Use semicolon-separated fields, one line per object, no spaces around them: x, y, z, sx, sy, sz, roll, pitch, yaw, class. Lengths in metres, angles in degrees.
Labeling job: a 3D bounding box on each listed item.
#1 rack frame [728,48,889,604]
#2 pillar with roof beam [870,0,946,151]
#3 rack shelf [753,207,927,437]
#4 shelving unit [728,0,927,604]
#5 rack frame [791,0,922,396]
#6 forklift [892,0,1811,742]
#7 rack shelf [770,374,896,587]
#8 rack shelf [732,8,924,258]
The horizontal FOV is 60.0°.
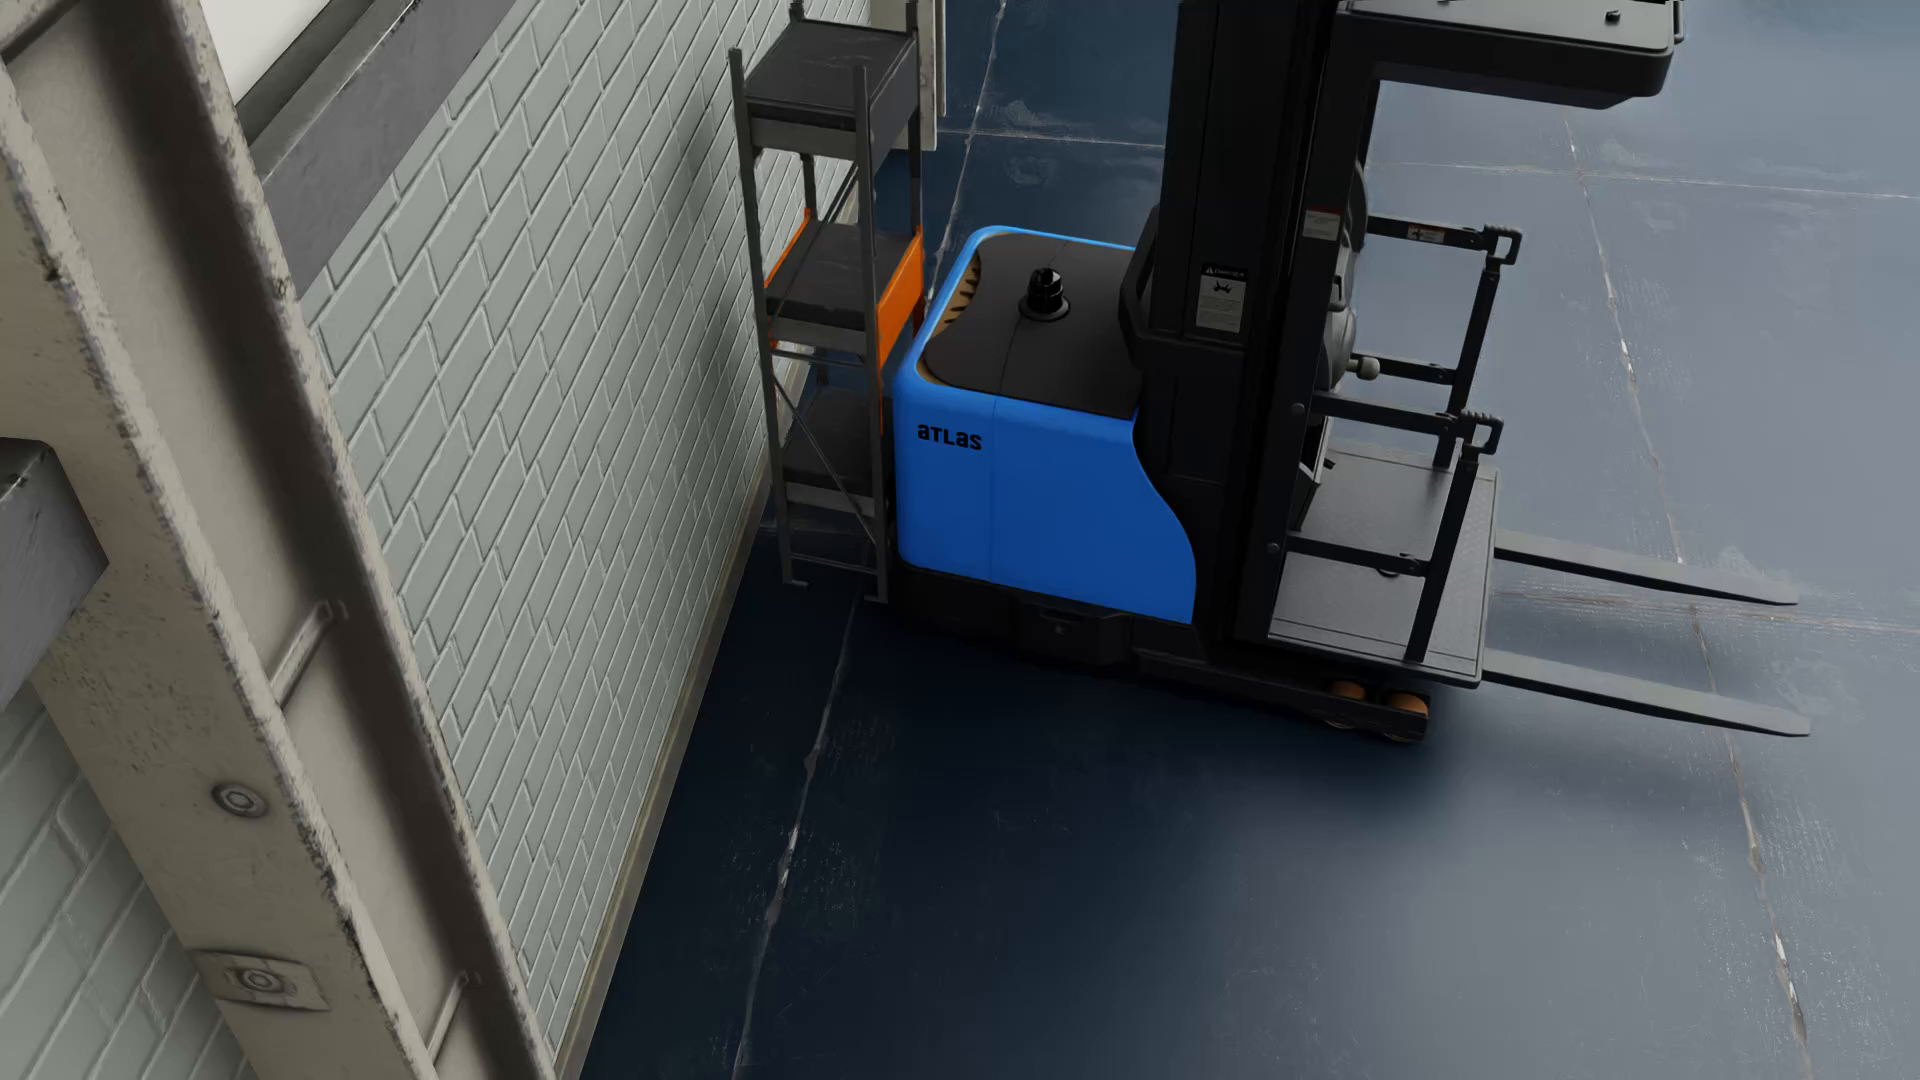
-0.453;-0.573;5.328;0.400;2.100;0.015;11;45;11;rack frame
4.016;-4.966;4.950;9.100;9.000;0.400;5;44;6;pillar with roof beam
-0.386;-0.724;5.507;0.431;0.518;0.480;11;45;11;rack shelf
-0.386;-0.734;5.498;0.431;2.100;0.503;11;45;11;shelving unit
-0.319;-0.895;5.668;0.400;2.100;0.015;11;45;11;rack frame
1.345;-0.804;4.967;3.031;2.935;1.130;12;45;12;forklift
-0.386;-0.216;5.989;0.431;0.518;0.480;11;45;11;rack shelf
-0.386;-1.232;5.026;0.431;0.518;0.480;11;45;11;rack shelf
